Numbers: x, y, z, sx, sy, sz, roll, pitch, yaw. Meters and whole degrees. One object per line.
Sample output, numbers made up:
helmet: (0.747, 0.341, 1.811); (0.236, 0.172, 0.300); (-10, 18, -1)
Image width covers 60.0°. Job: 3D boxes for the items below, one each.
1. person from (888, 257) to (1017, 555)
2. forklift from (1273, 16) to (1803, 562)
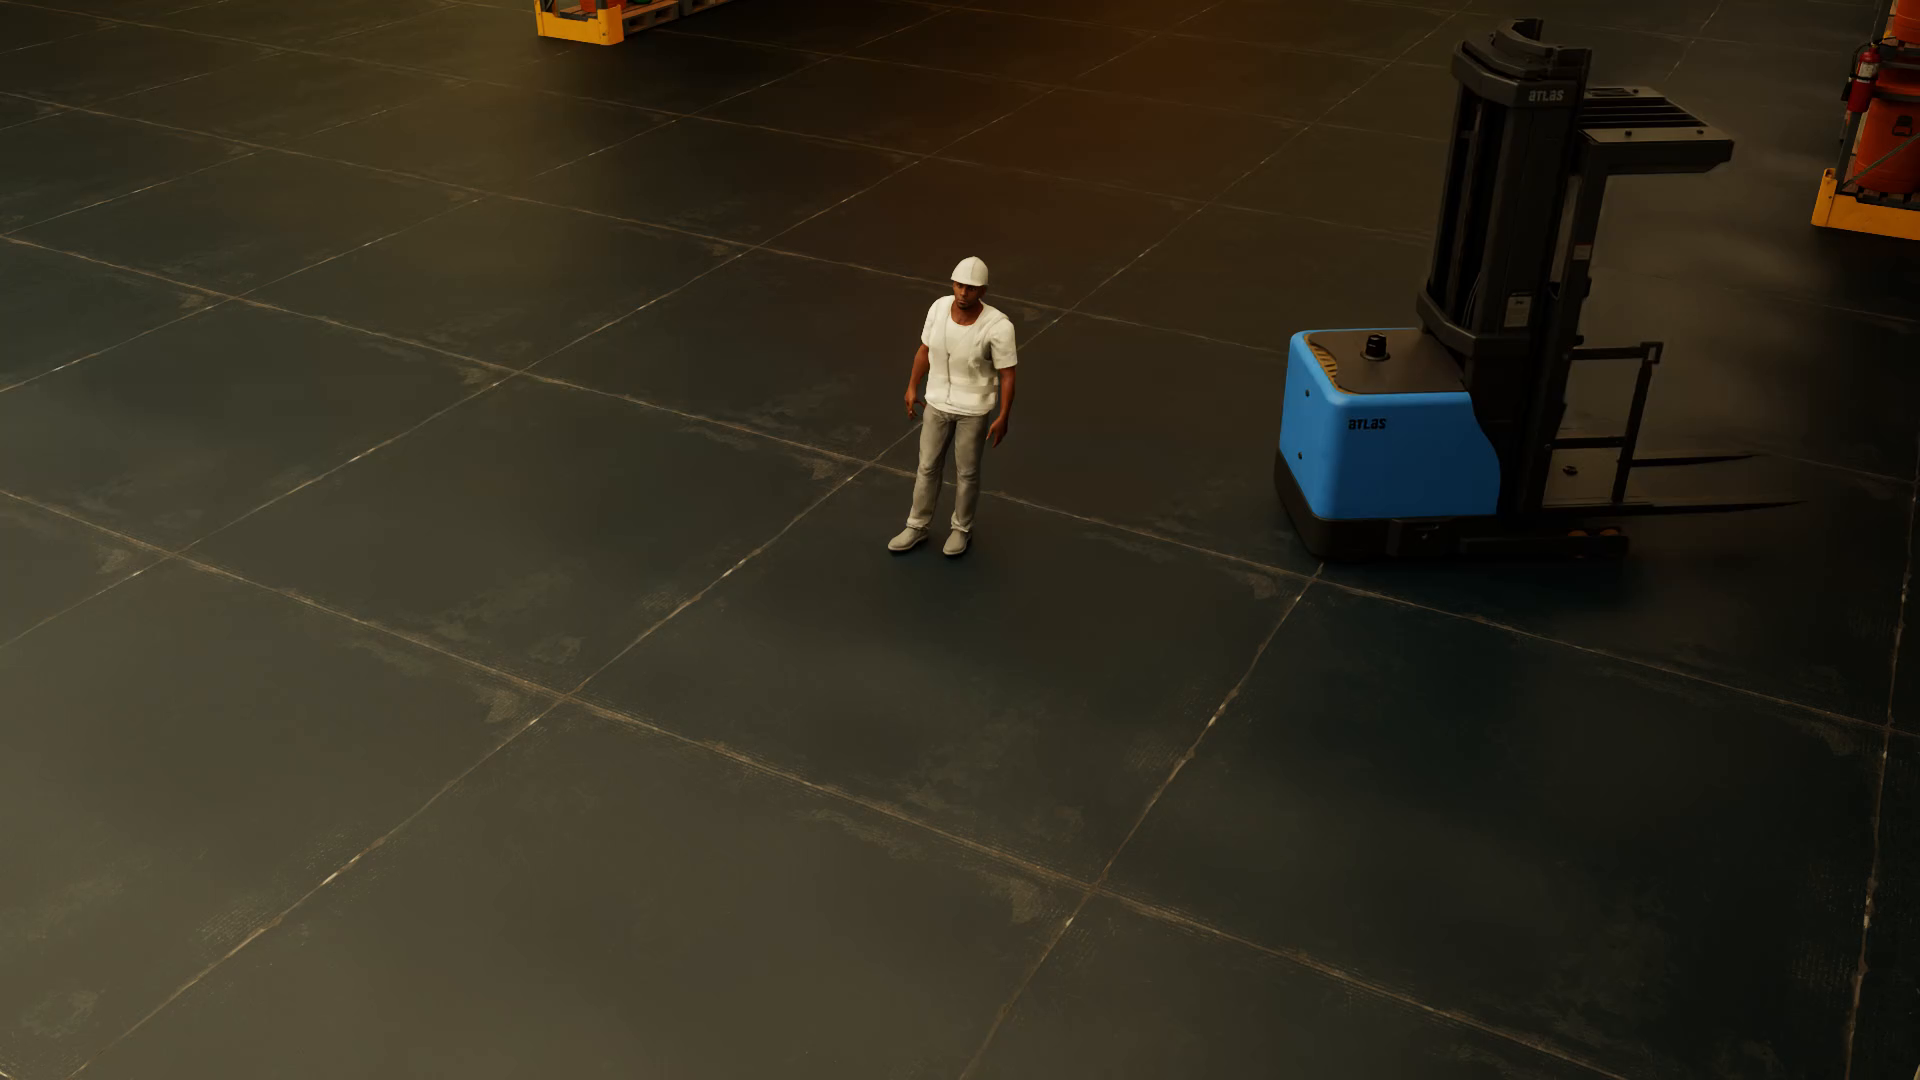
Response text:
person: (-0.038, -0.741, 9.507); (0.666, 1.768, 0.575); (15, 33, 25)
forklift: (3.520, -1.421, 9.533); (3.031, 2.935, 1.130); (-2, 30, -4)
